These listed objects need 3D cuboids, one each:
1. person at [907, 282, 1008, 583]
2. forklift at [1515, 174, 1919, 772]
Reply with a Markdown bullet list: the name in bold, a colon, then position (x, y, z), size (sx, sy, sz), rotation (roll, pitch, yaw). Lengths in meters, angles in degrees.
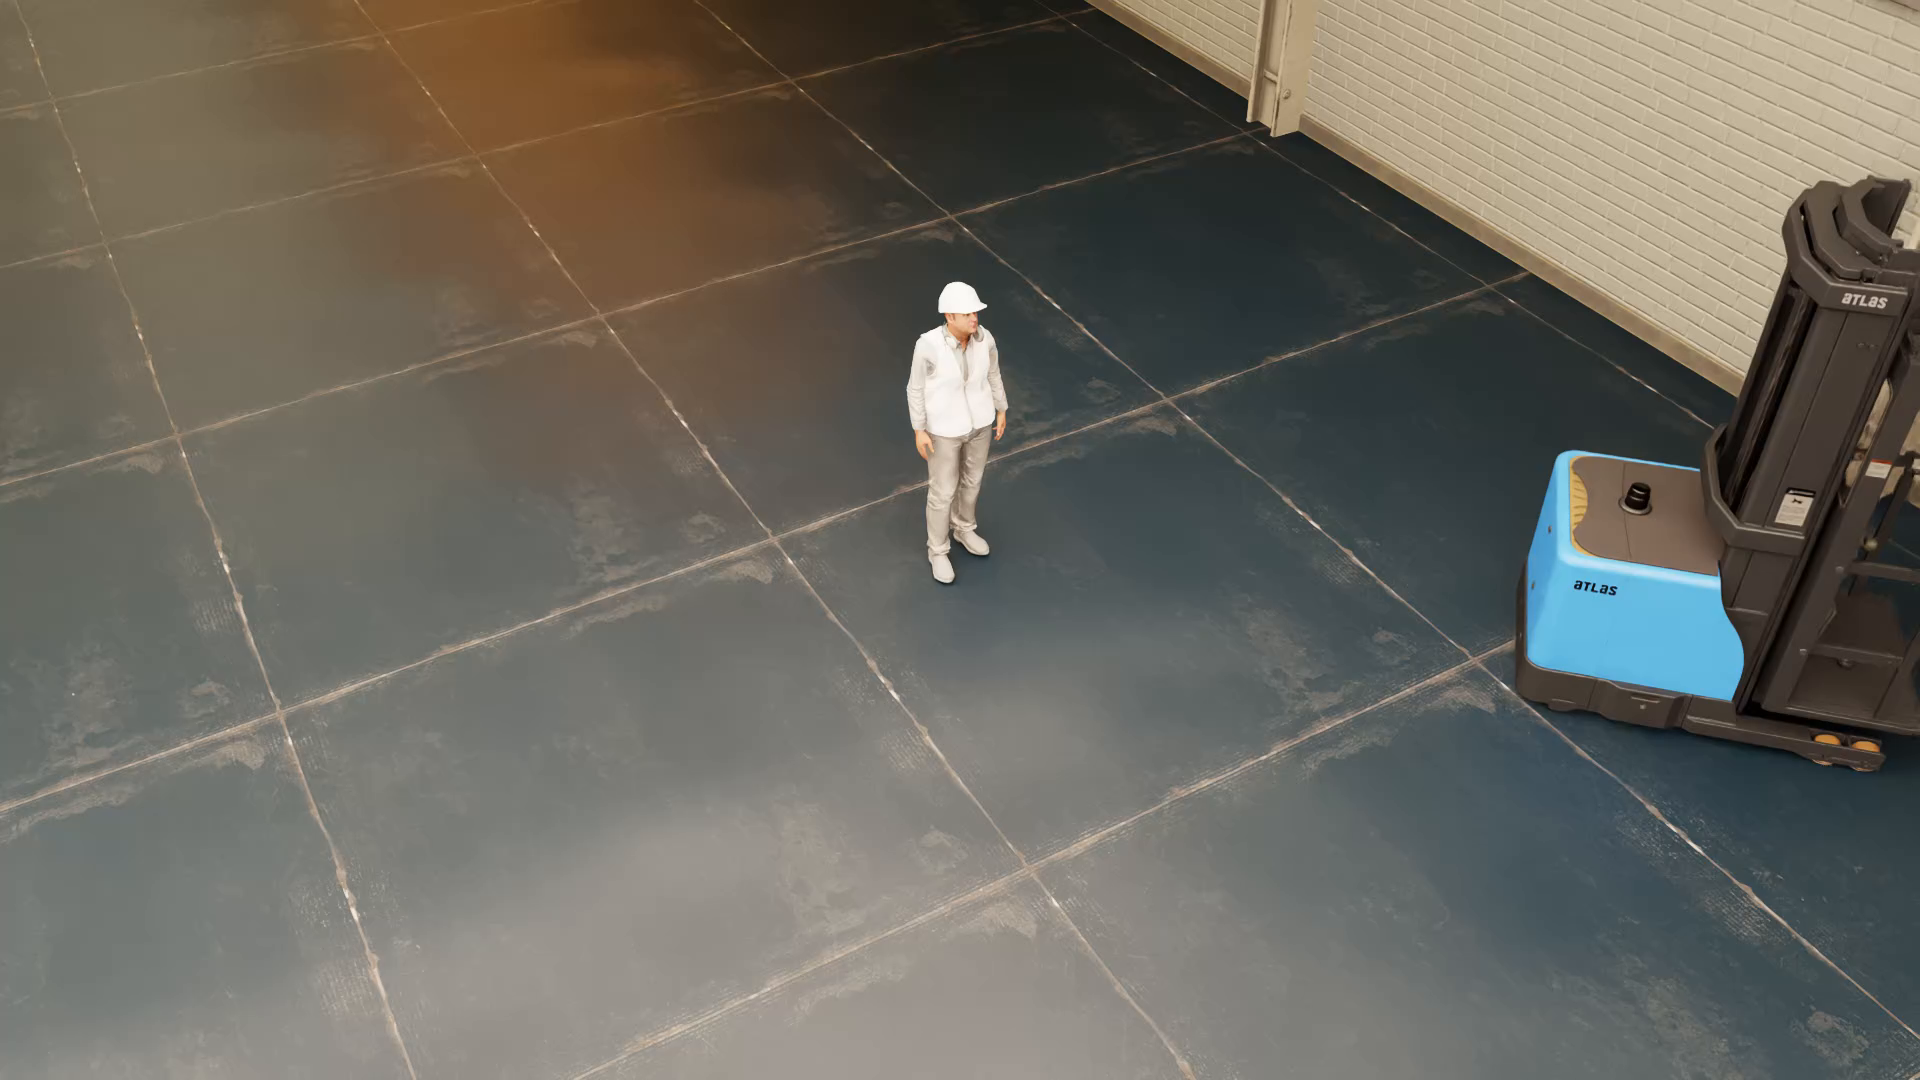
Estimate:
- **person**: position (0.024, -0.652, 9.717), size (0.632, 1.773, 0.568), rotation (-20, 44, -23)
- **forklift**: position (4.659, -0.274, 8.366), size (3.031, 2.935, 1.130), rotation (10, 41, 12)
